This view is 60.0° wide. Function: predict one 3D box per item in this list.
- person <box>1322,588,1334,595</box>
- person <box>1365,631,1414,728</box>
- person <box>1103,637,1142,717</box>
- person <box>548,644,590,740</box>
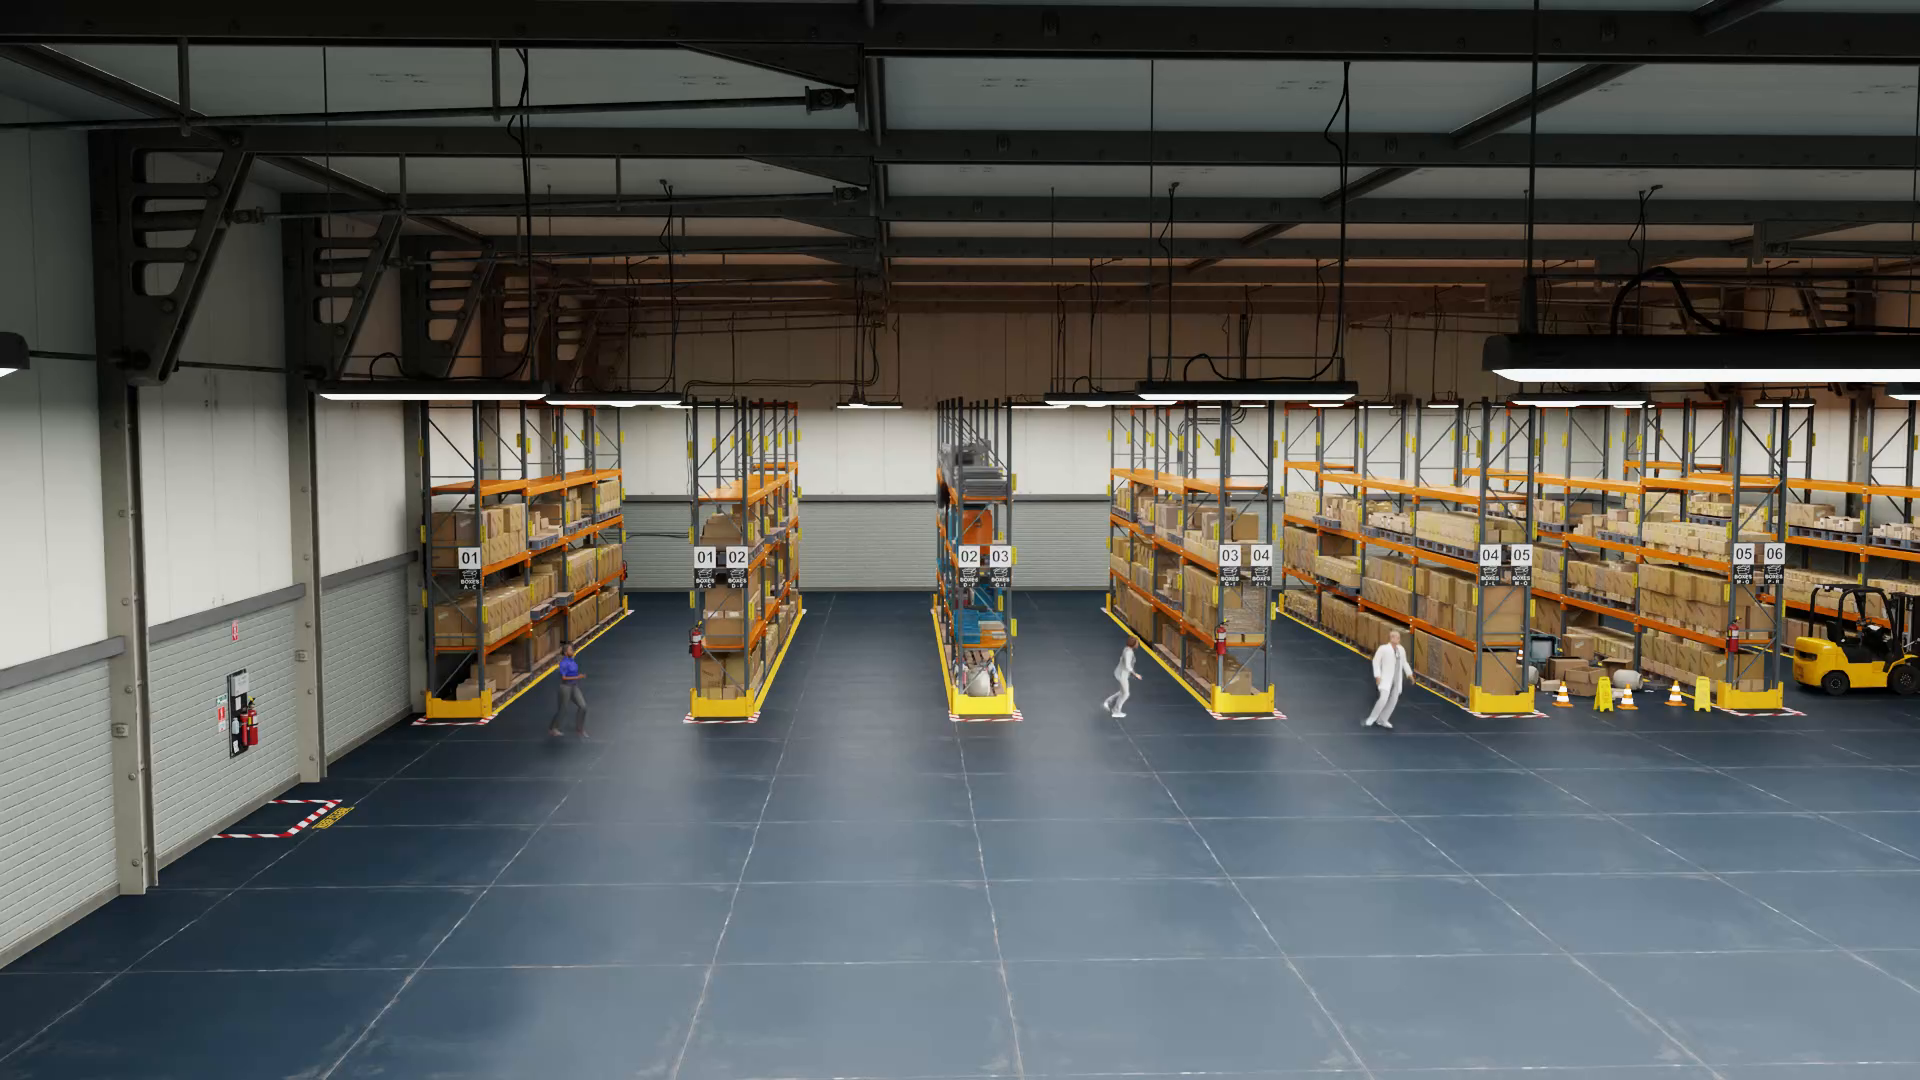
[{"bbox_3d":[10.719,1.149,48.548,0.559,1.684,0.654,1,5,17],"label":"person"},{"bbox_3d":[7.764,2.538,30.093,0.816,1.773,0.644,-2,5,-27],"label":"person"},{"bbox_3d":[3.040,2.560,31.143,0.709,1.522,0.526,0,4,1],"label":"person"},{"bbox_3d":[-6.830,2.656,28.981,0.726,1.702,0.549,2,5,21],"label":"person"}]
